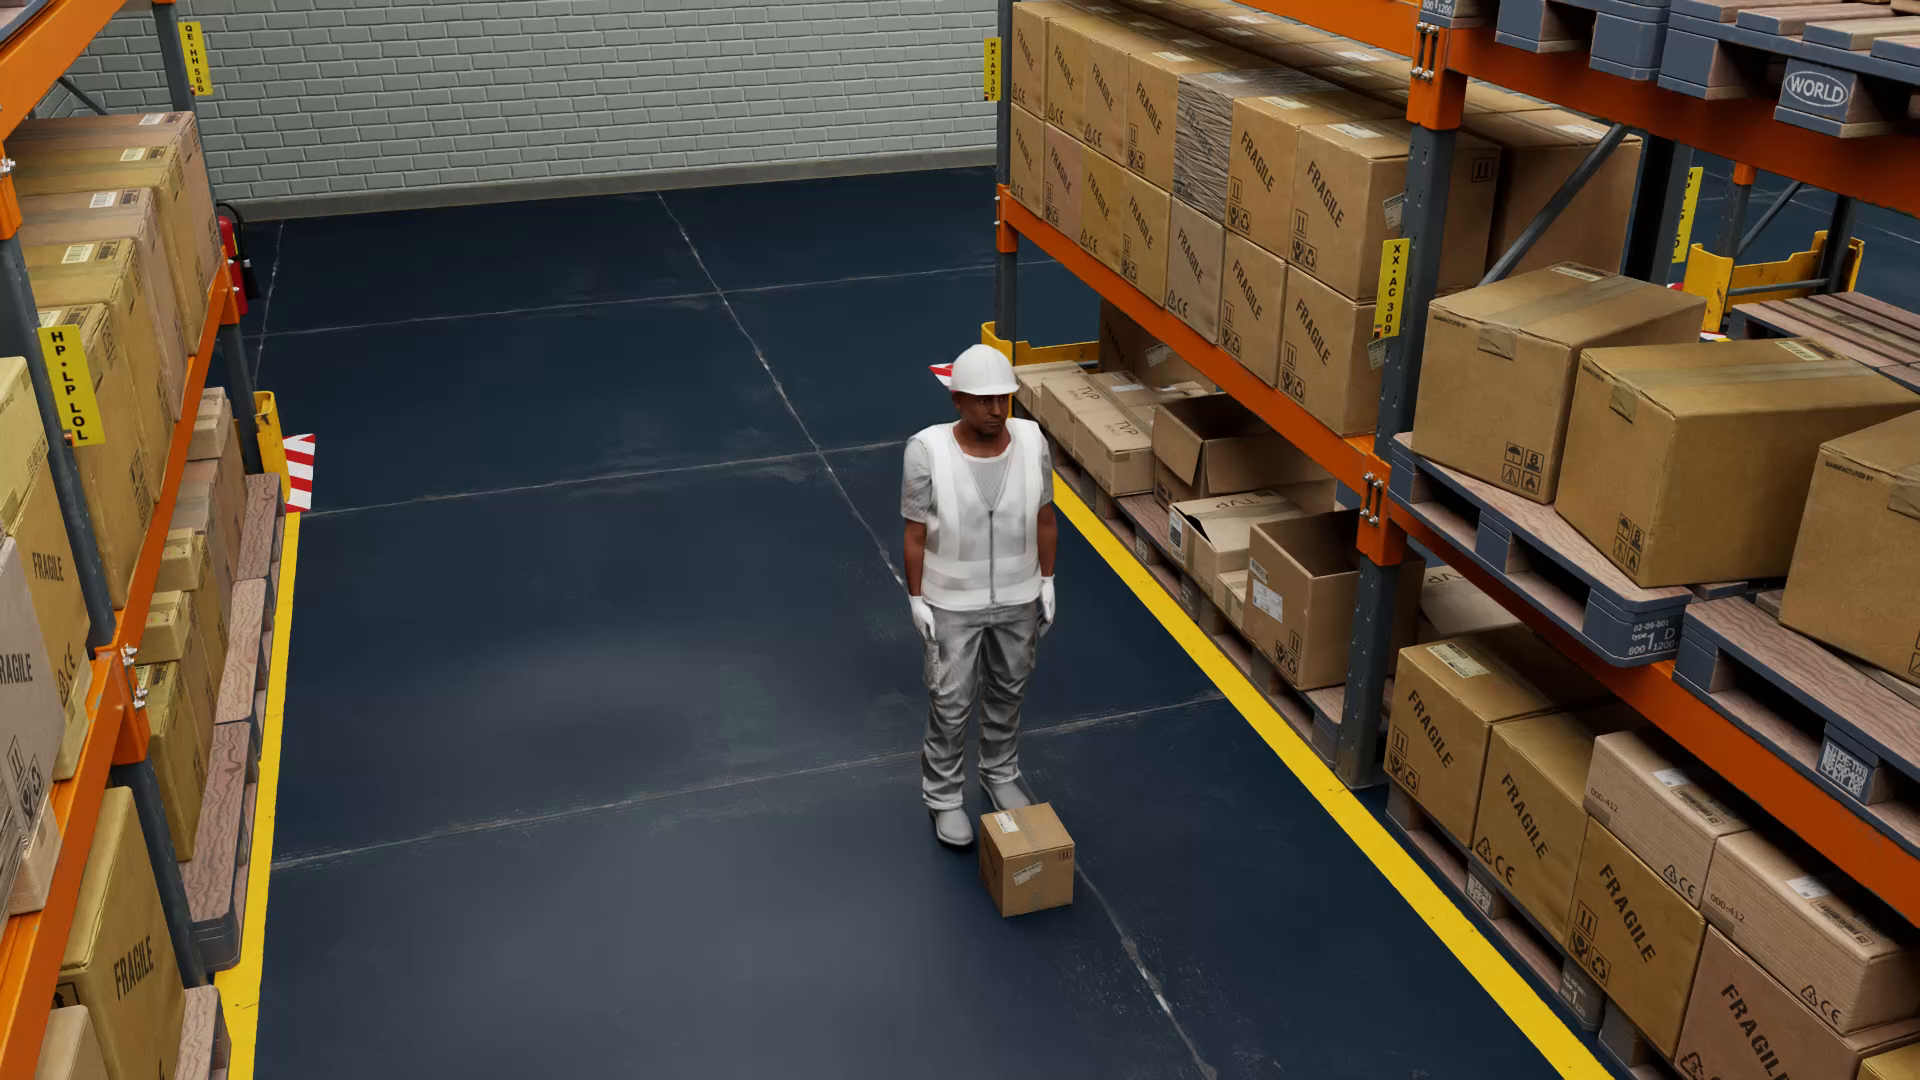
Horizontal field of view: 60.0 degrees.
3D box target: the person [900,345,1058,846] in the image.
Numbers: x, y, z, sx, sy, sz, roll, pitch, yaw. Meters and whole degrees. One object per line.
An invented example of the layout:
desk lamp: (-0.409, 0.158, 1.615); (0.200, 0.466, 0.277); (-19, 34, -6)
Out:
person: (0.086, 0.203, 5.684); (0.545, 1.789, 0.424); (-7, 27, -15)
